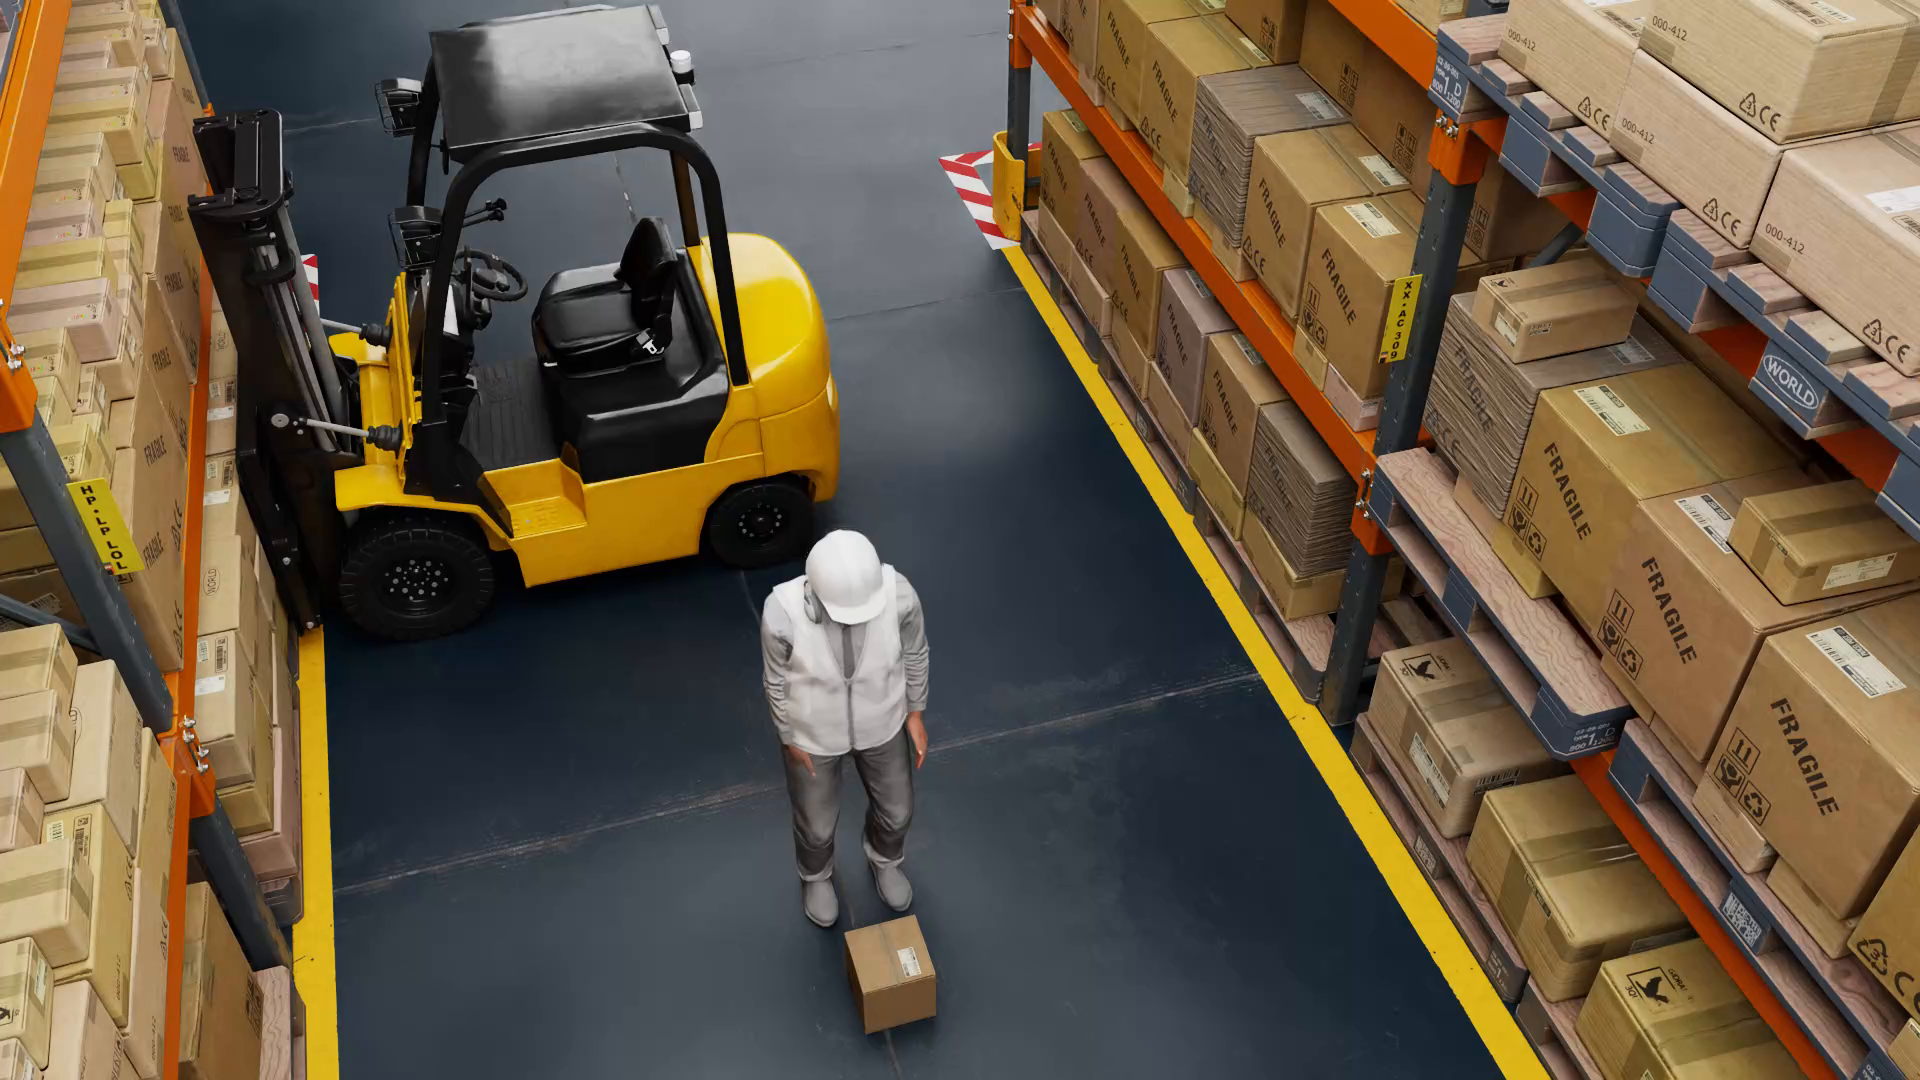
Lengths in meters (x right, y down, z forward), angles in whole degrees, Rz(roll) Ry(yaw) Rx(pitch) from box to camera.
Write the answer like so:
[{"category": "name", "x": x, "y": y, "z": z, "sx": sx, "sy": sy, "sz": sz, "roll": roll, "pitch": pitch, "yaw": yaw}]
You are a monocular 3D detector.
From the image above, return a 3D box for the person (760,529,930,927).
[{"category": "person", "x": -0.358, "y": 0.607, "z": 5.491, "sx": 0.546, "sy": 1.751, "sz": 0.413, "roll": -11, "pitch": 43, "yaw": -12}]
